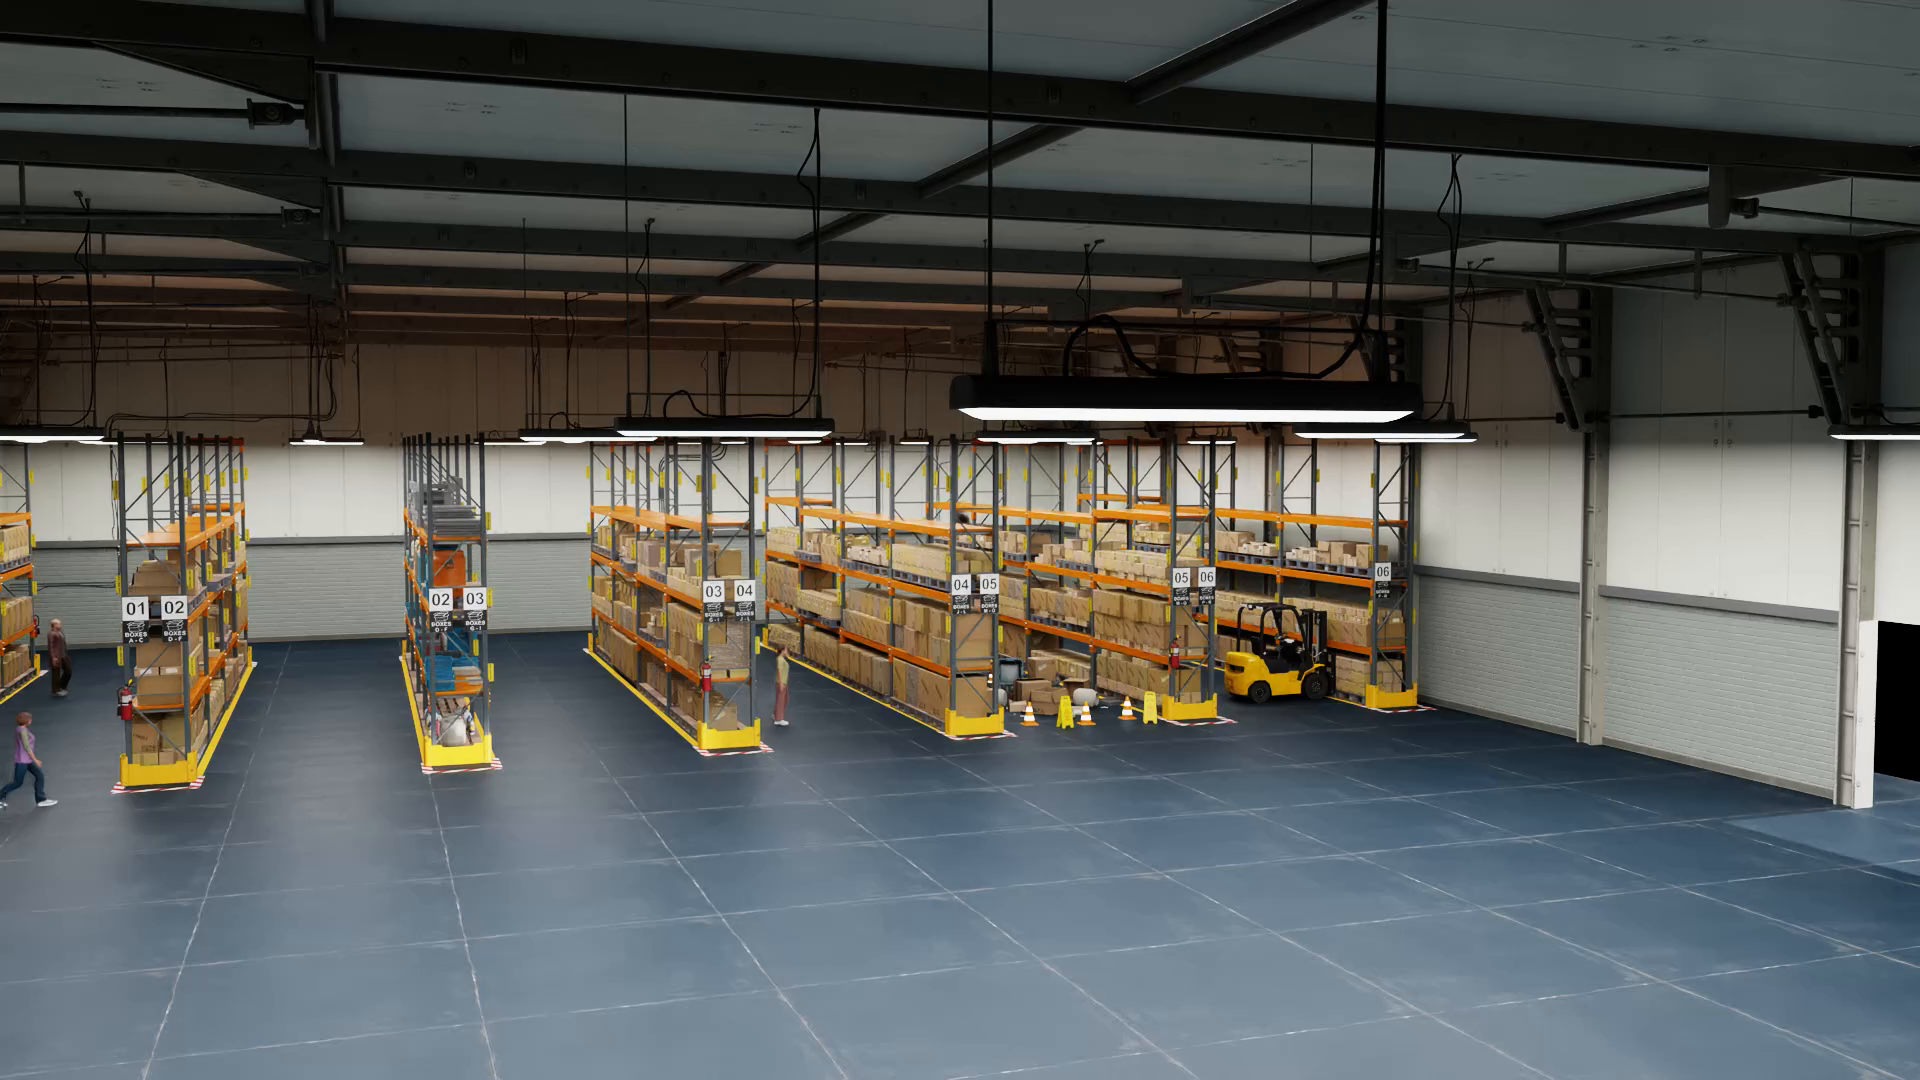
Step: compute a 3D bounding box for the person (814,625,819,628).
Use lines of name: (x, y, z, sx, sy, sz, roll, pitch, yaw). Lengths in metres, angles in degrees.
person: (-4.129, 2.117, 49.795, 0.594, 1.825, 0.405, 0, 3, 1)

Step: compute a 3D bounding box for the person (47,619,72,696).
person: (-20.827, 2.720, 38.411, 0.481, 1.795, 0.633, 1, 3, 12)

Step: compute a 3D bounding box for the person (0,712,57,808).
person: (-14.827, 3.481, 26.289, 0.930, 1.538, 0.413, -1, 3, -22)

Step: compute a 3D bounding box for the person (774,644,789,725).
person: (-3.698, 3.004, 34.424, 0.316, 1.714, 0.538, 0, 3, -9)
